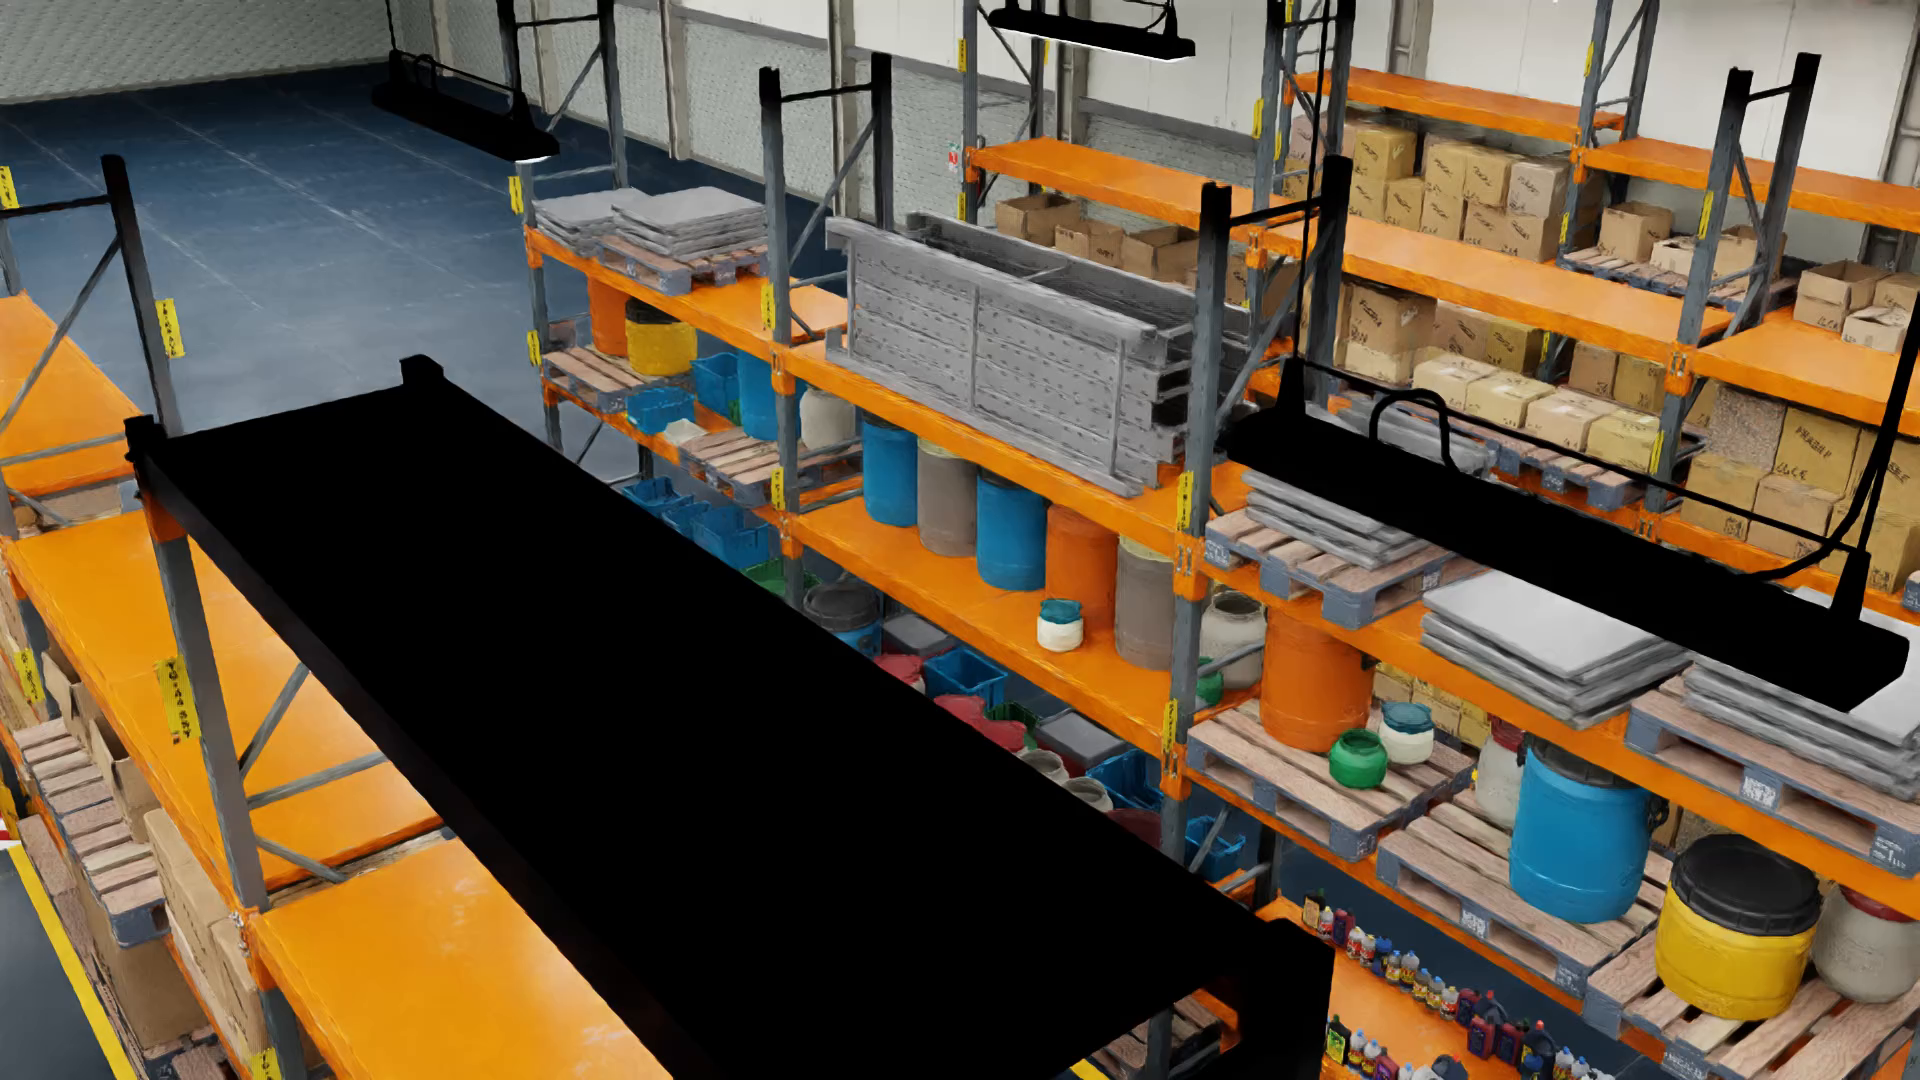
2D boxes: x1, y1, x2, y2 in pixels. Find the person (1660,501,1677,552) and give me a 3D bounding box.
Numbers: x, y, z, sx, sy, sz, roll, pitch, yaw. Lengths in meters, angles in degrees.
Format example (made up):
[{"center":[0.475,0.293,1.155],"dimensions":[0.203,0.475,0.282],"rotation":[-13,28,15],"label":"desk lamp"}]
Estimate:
[{"center":[6.904,-0.040,16.504],"dimensions":[0.818,1.597,0.656],"rotation":[17,31,31],"label":"person"}]
